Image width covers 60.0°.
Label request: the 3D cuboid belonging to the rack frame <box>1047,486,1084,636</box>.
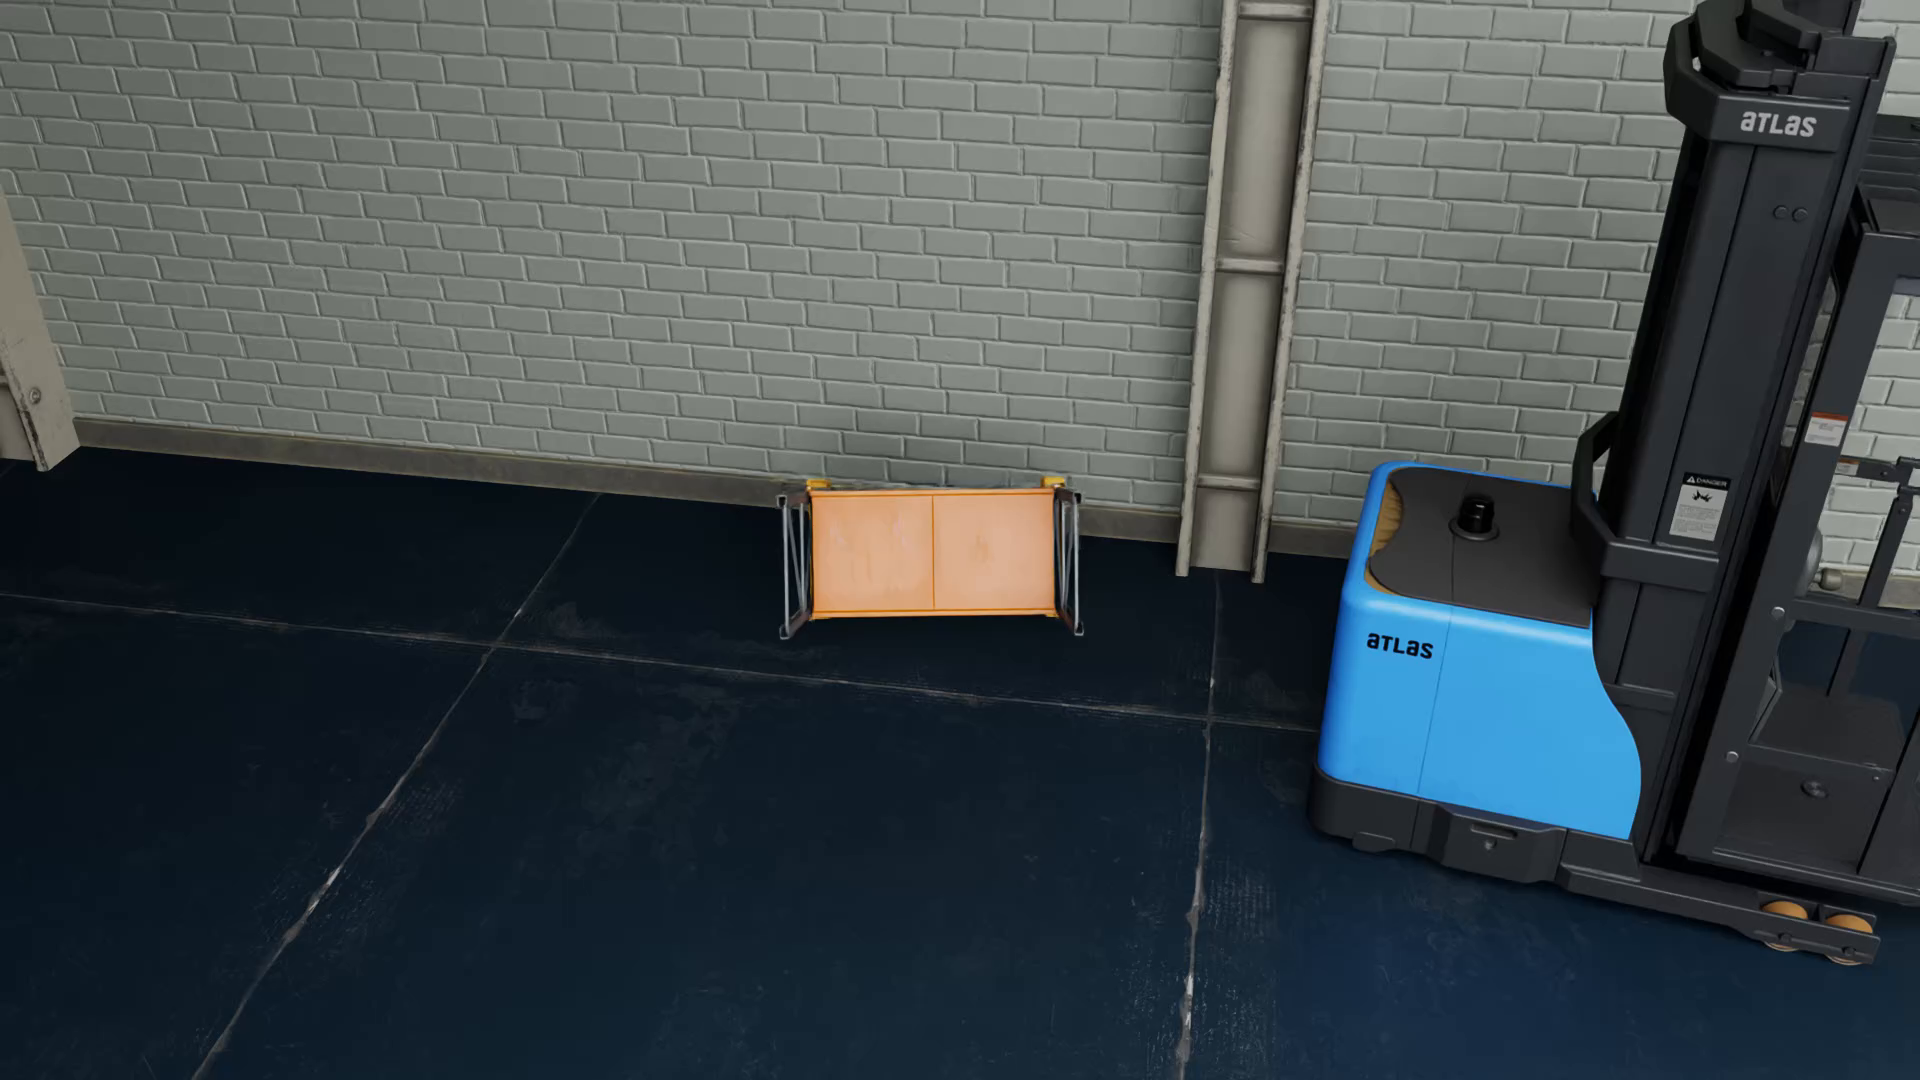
[{"bbox_3d":[0.403,0.048,6.478,0.032,0.500,1.500,-1,2,0],"label":"rack frame"}]

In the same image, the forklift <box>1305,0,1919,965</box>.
[{"bbox_3d":[2.827,-0.154,5.234,3.031,2.935,1.130,10,33,16],"label":"forklift"}]

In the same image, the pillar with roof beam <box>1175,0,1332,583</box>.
[{"bbox_3d":[0.466,-1.466,1.611,0.400,9.000,9.100,5,32,8],"label":"pillar with roof beam"}]

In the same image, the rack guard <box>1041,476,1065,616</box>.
[{"bbox_3d":[0.398,0.022,7.102,0.087,0.587,0.250,-1,2,0],"label":"rack guard"}]

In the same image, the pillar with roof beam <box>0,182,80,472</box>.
[{"bbox_3d":[-5.449,-2.002,2.467,0.400,9.000,9.100,5,32,8],"label":"pillar with roof beam"}]

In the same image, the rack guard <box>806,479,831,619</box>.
[{"bbox_3d":[-0.598,0.034,7.096,0.087,0.587,0.250,-1,2,0],"label":"rack guard"}]

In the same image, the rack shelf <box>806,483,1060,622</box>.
[{"bbox_3d":[-0.106,0.047,6.654,1.000,0.538,0.185,-1,2,0],"label":"rack shelf"}]

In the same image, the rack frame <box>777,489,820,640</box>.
[{"bbox_3d":[-0.613,0.061,6.472,0.032,0.500,1.500,-1,2,0],"label":"rack frame"}]

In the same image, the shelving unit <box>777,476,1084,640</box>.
[{"bbox_3d":[-0.096,0.055,6.475,1.083,0.587,1.500,-1,2,0],"label":"shelving unit"}]
